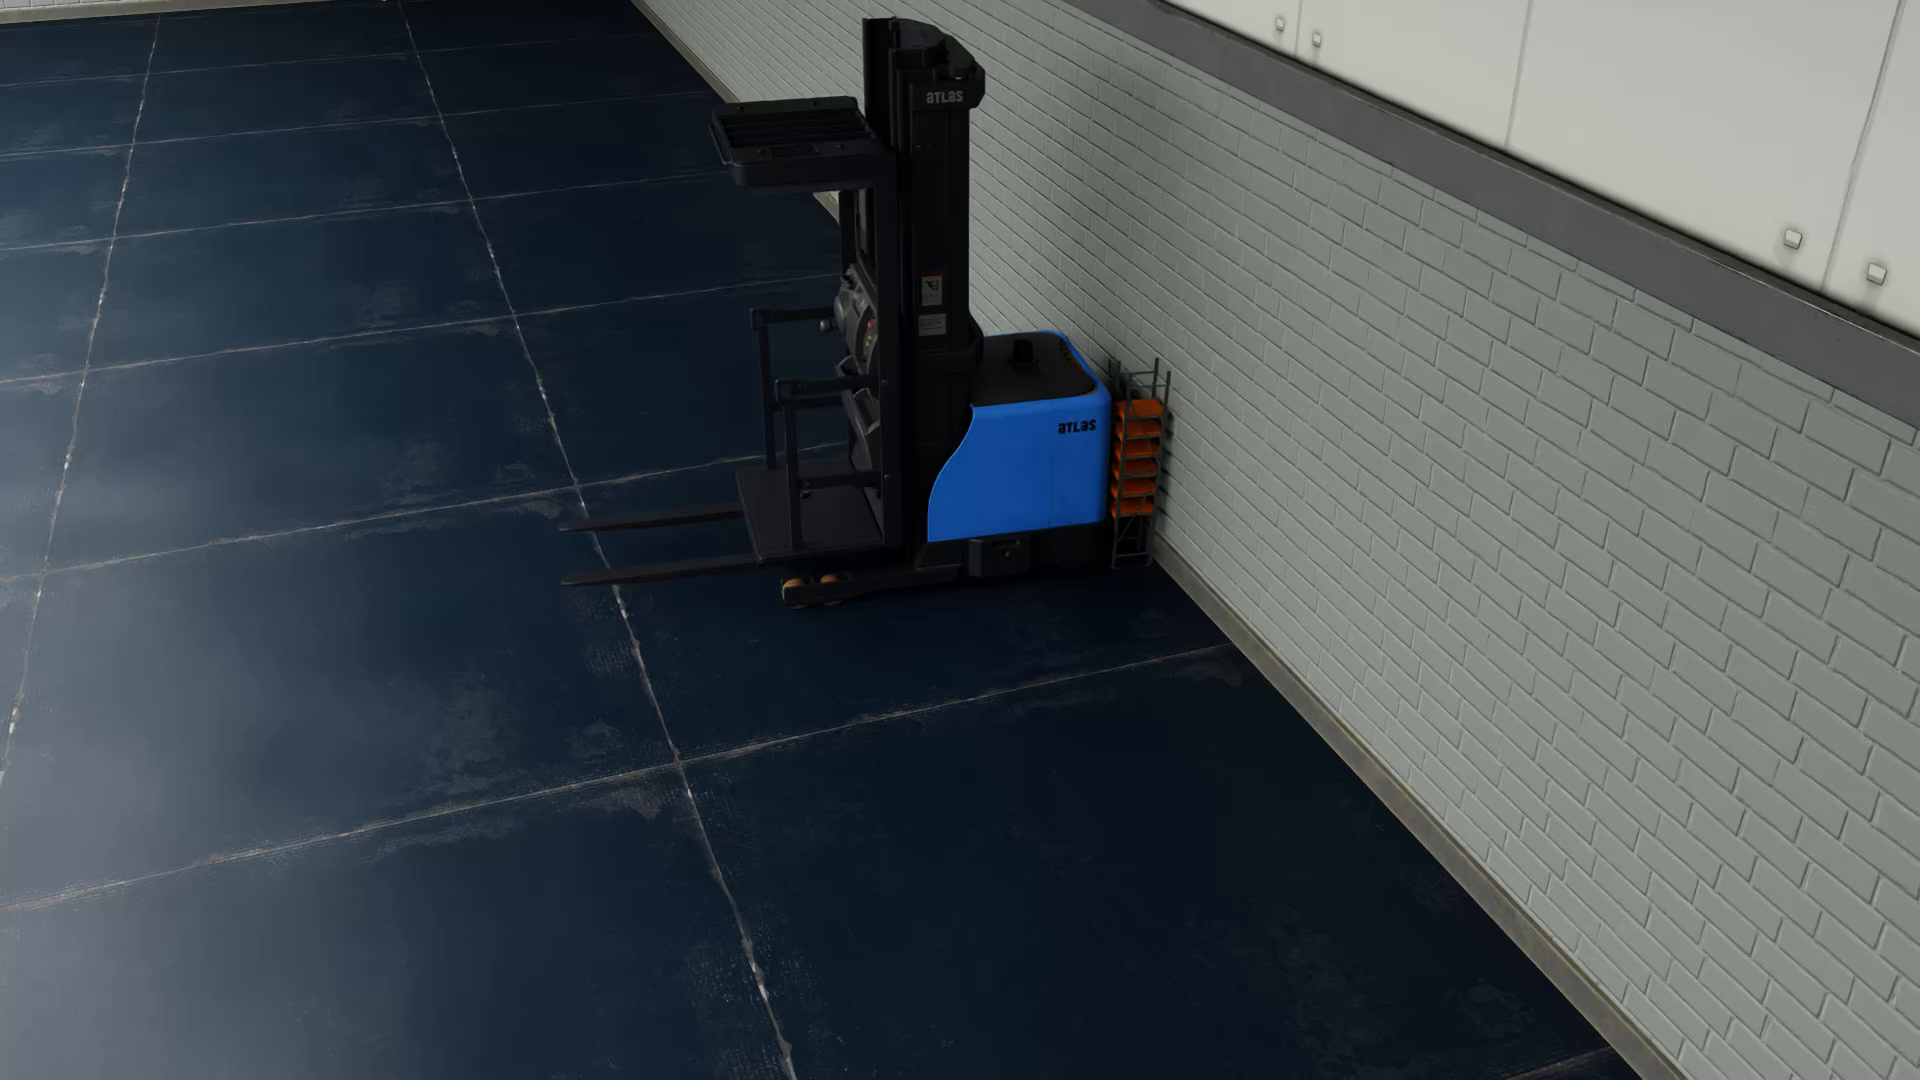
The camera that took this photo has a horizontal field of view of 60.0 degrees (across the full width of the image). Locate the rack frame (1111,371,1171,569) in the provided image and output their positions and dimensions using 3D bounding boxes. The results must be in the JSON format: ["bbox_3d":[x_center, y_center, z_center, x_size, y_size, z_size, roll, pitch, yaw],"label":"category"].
[{"bbox_3d":[0.994,-0.371,9.175,0.240,1.200,0.006,-5,30,-13],"label":"rack frame"}]

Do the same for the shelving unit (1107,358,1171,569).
[{"bbox_3d":[0.972,-0.415,9.253,0.258,1.200,0.189,-5,30,-13],"label":"shelving unit"}]

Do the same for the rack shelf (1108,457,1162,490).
[{"bbox_3d":[0.970,-0.376,9.274,0.258,0.103,0.180,-5,30,-13],"label":"rack shelf"}]

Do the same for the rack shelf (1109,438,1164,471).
[{"bbox_3d":[0.974,-0.481,9.216,0.258,0.103,0.180,-5,30,-13],"label":"rack shelf"}]

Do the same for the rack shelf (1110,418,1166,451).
[{"bbox_3d":[0.978,-0.586,9.158,0.258,0.103,0.180,-5,30,-13],"label":"rack shelf"}]

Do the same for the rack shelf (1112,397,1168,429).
[{"bbox_3d":[0.982,-0.691,9.100,0.258,0.103,0.180,-5,30,-13],"label":"rack shelf"}]

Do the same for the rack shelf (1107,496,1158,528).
[{"bbox_3d":[0.963,-0.166,9.390,0.258,0.103,0.180,-5,30,-13],"label":"rack shelf"}]

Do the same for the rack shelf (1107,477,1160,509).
[{"bbox_3d":[0.967,-0.271,9.332,0.258,0.103,0.180,-5,30,-13],"label":"rack shelf"}]

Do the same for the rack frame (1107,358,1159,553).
[{"bbox_3d":[0.949,-0.458,9.330,0.240,1.200,0.006,-5,30,-13],"label":"rack frame"}]

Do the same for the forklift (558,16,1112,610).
[{"bbox_3d":[-0.736,-1.182,8.864,3.031,2.935,1.130,-7,30,-12],"label":"forklift"}]
